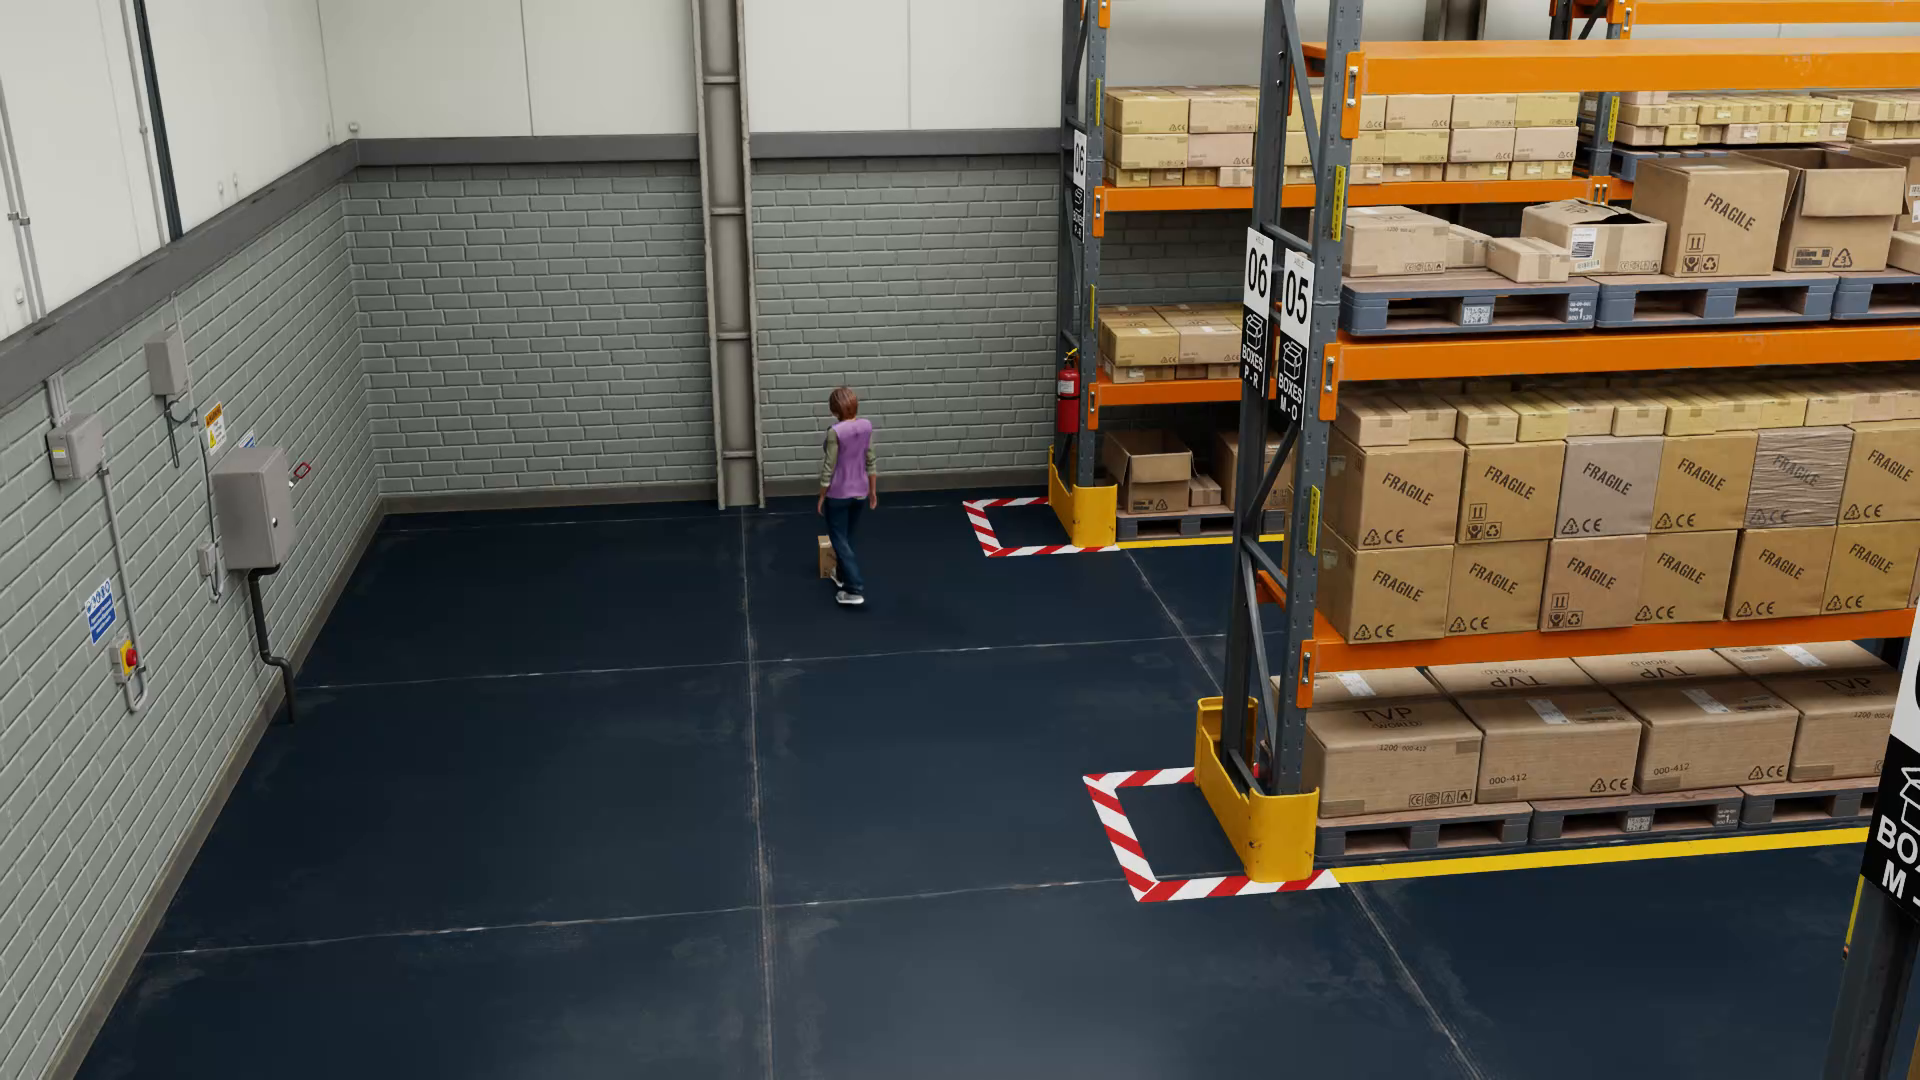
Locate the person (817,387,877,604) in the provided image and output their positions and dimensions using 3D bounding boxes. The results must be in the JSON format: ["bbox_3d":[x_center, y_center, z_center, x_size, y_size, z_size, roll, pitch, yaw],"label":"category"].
[{"bbox_3d":[-0.851,-0.336,11.981,0.448,1.549,0.694,-15,25,-34],"label":"person"}]
